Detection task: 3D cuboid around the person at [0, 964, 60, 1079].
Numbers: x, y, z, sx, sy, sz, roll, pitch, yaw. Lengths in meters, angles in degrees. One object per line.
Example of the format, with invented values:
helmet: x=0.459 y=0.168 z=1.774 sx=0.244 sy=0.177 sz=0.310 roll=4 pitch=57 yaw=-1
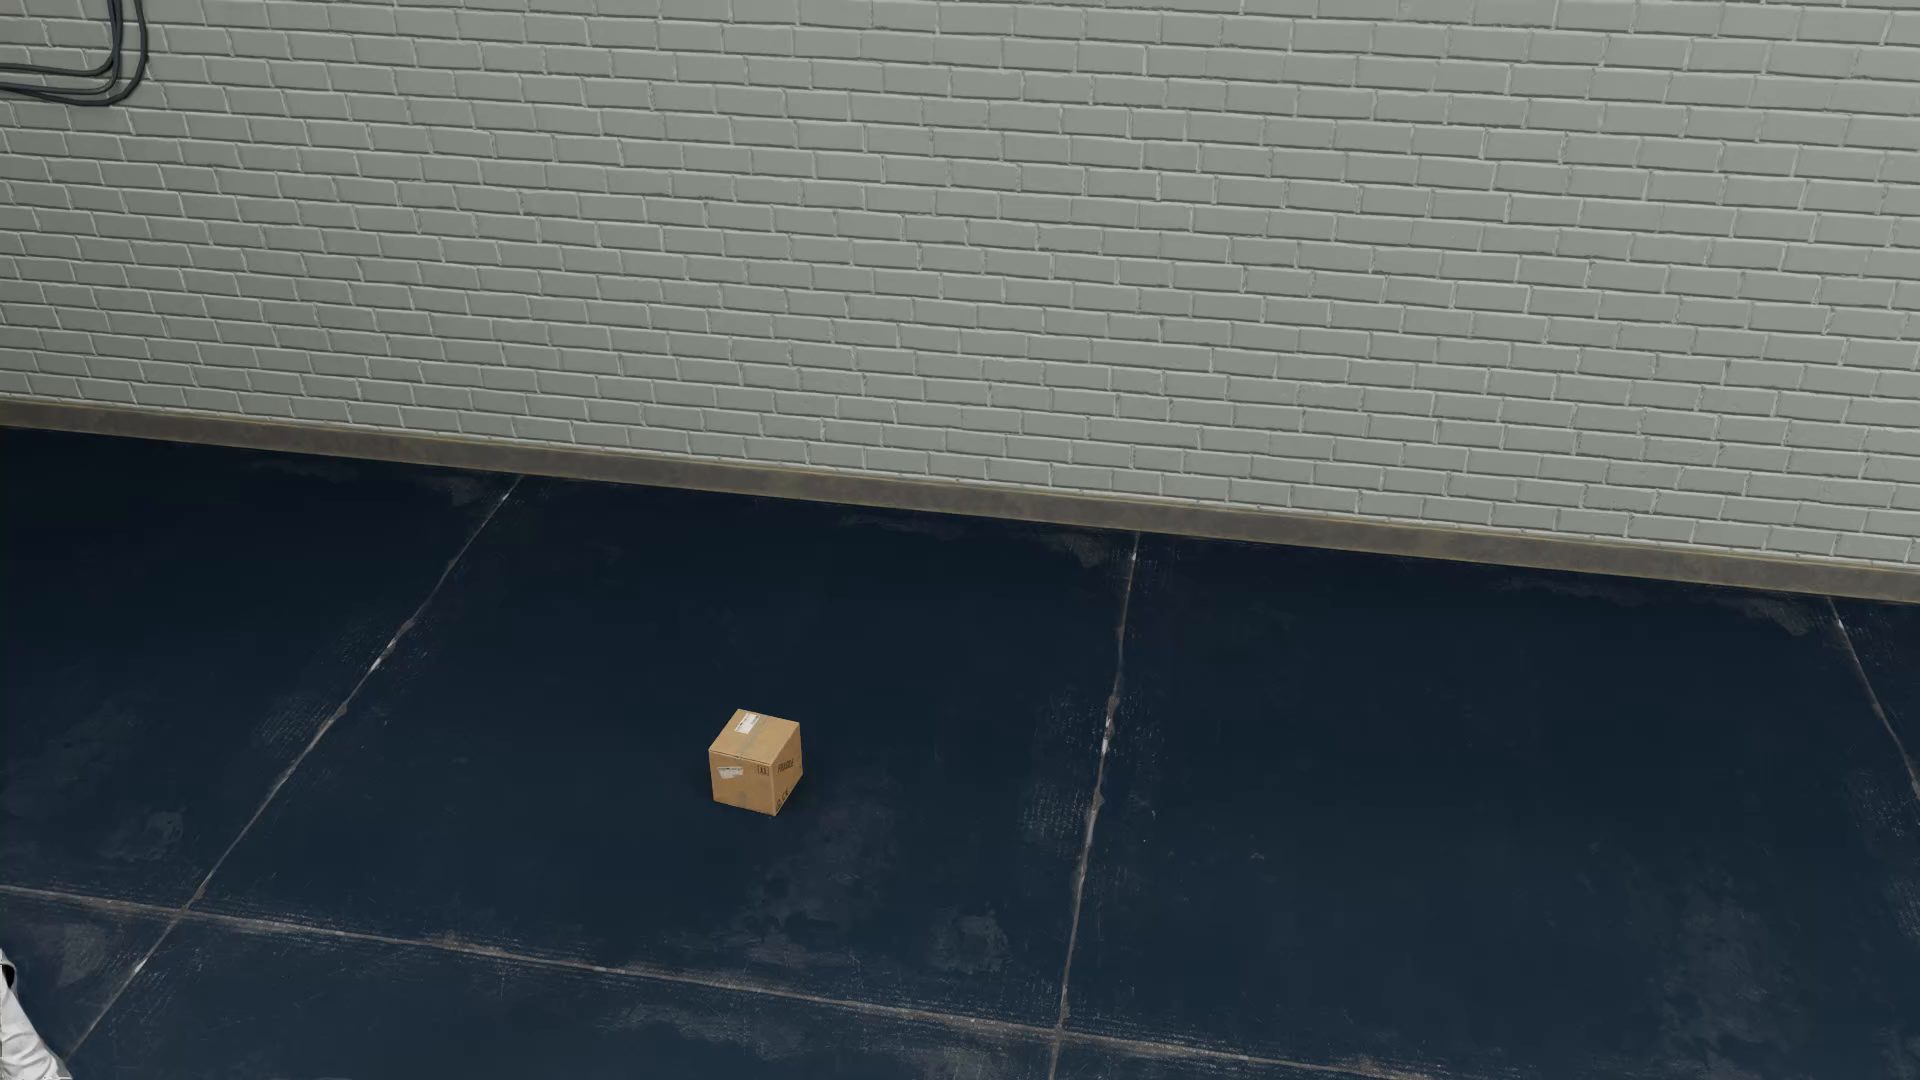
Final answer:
person: x=-2.306 y=1.447 z=4.011 sx=0.439 sy=1.270 sz=0.433 roll=26 pitch=41 yaw=34
